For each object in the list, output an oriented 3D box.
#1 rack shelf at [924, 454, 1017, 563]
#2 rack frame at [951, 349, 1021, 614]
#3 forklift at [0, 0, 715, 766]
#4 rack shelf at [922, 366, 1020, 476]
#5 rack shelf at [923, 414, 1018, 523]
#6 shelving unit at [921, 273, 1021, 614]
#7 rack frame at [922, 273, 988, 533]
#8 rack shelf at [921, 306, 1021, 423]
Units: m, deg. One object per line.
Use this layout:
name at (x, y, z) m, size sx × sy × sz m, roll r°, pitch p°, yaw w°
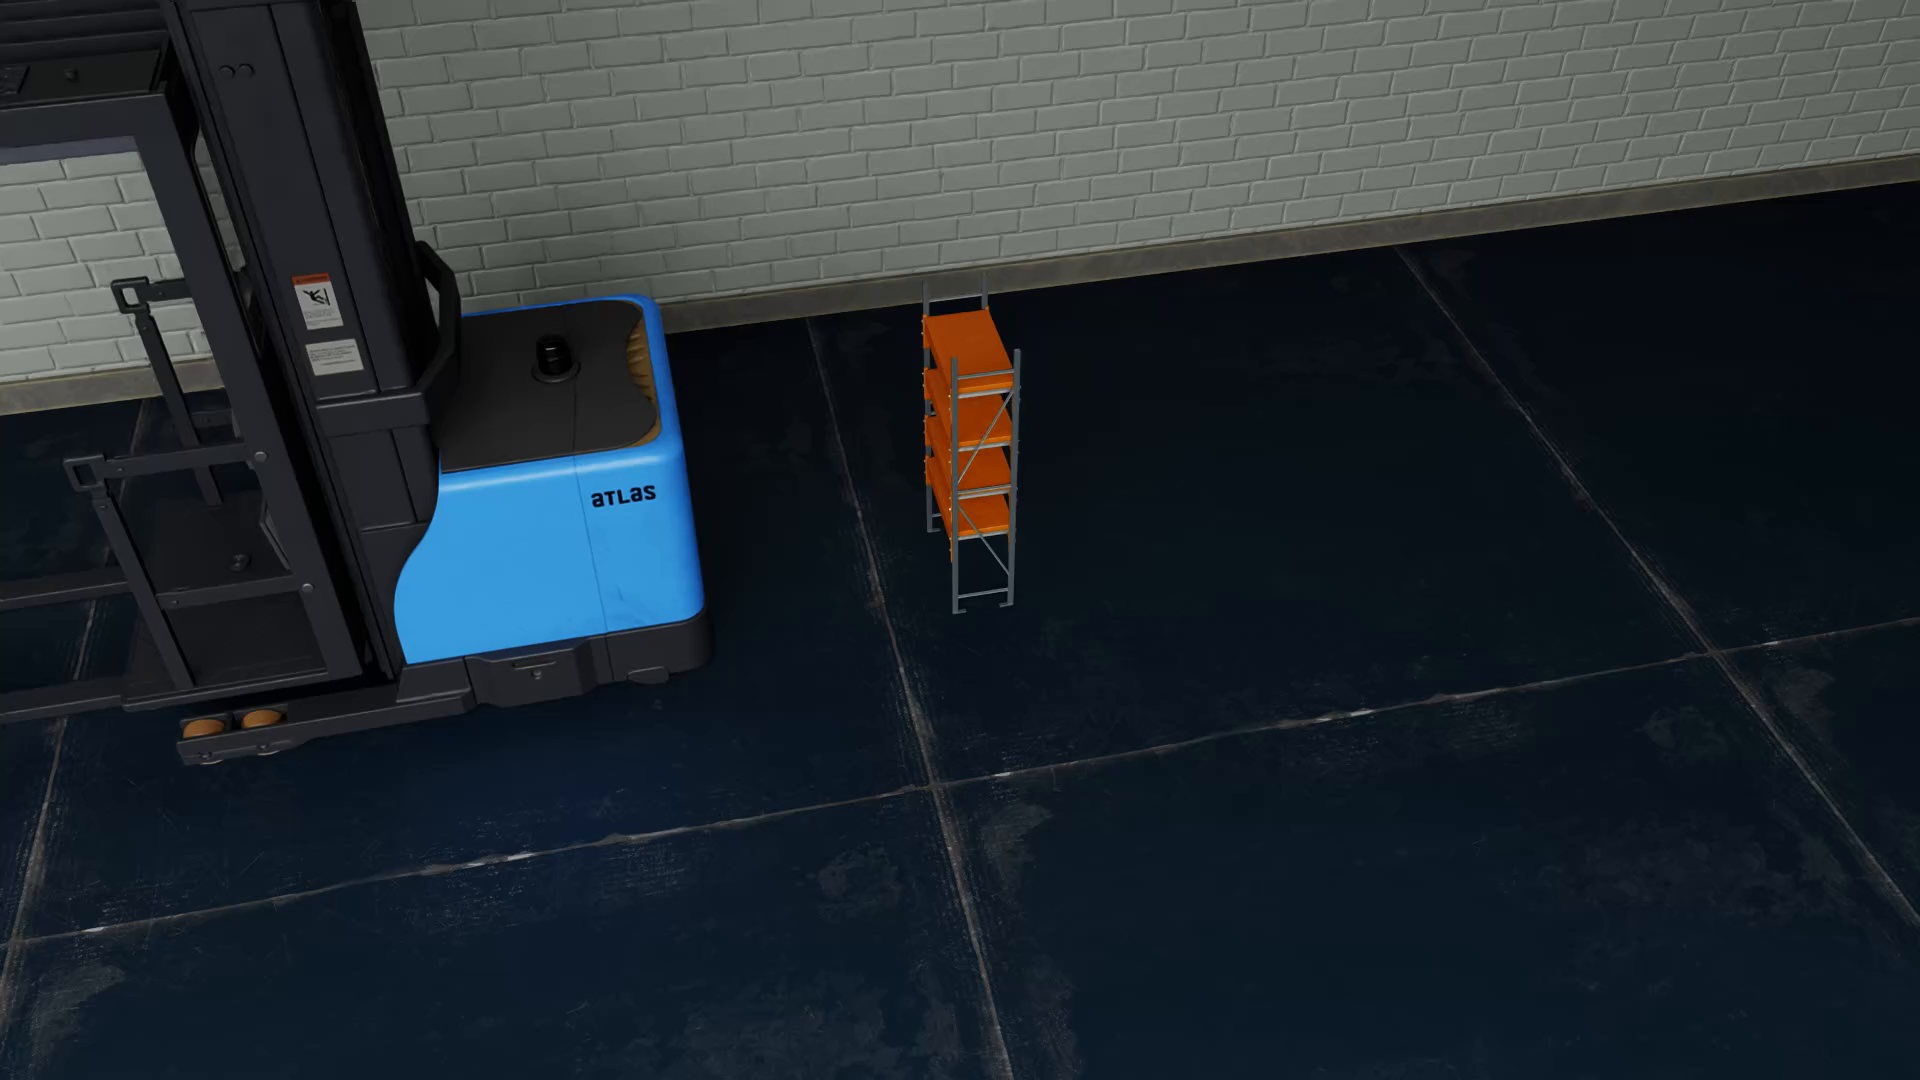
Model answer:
rack shelf at (0.036, -0.143, 6.407) m, size 0.258 × 0.148 × 0.480 m, roll -8°, pitch 42°, yaw -9°
rack frame at (0.088, -0.183, 6.053) m, size 0.240 × 1.200 × 0.015 m, roll -8°, pitch 42°, yaw -9°
forklift at (-2.483, -0.692, 5.322) m, size 3.031 × 2.935 × 1.130 m, roll -9°, pitch 42°, yaw -10°
rack shelf at (0.036, -0.458, 6.127) m, size 0.258 × 0.148 × 0.480 m, roll -8°, pitch 42°, yaw -9°
rack shelf at (0.036, -0.291, 6.275) m, size 0.258 × 0.148 × 0.480 m, roll -8°, pitch 42°, yaw -9°
shelving unit at (0.036, -0.341, 6.231) m, size 0.258 × 1.200 × 0.503 m, roll -8°, pitch 42°, yaw -9°
rack frame at (-0.017, -0.500, 6.409) m, size 0.240 × 1.200 × 0.015 m, roll -8°, pitch 42°, yaw -9°
rack shelf at (0.036, -0.635, 5.970) m, size 0.258 × 0.148 × 0.480 m, roll -8°, pitch 42°, yaw -9°
